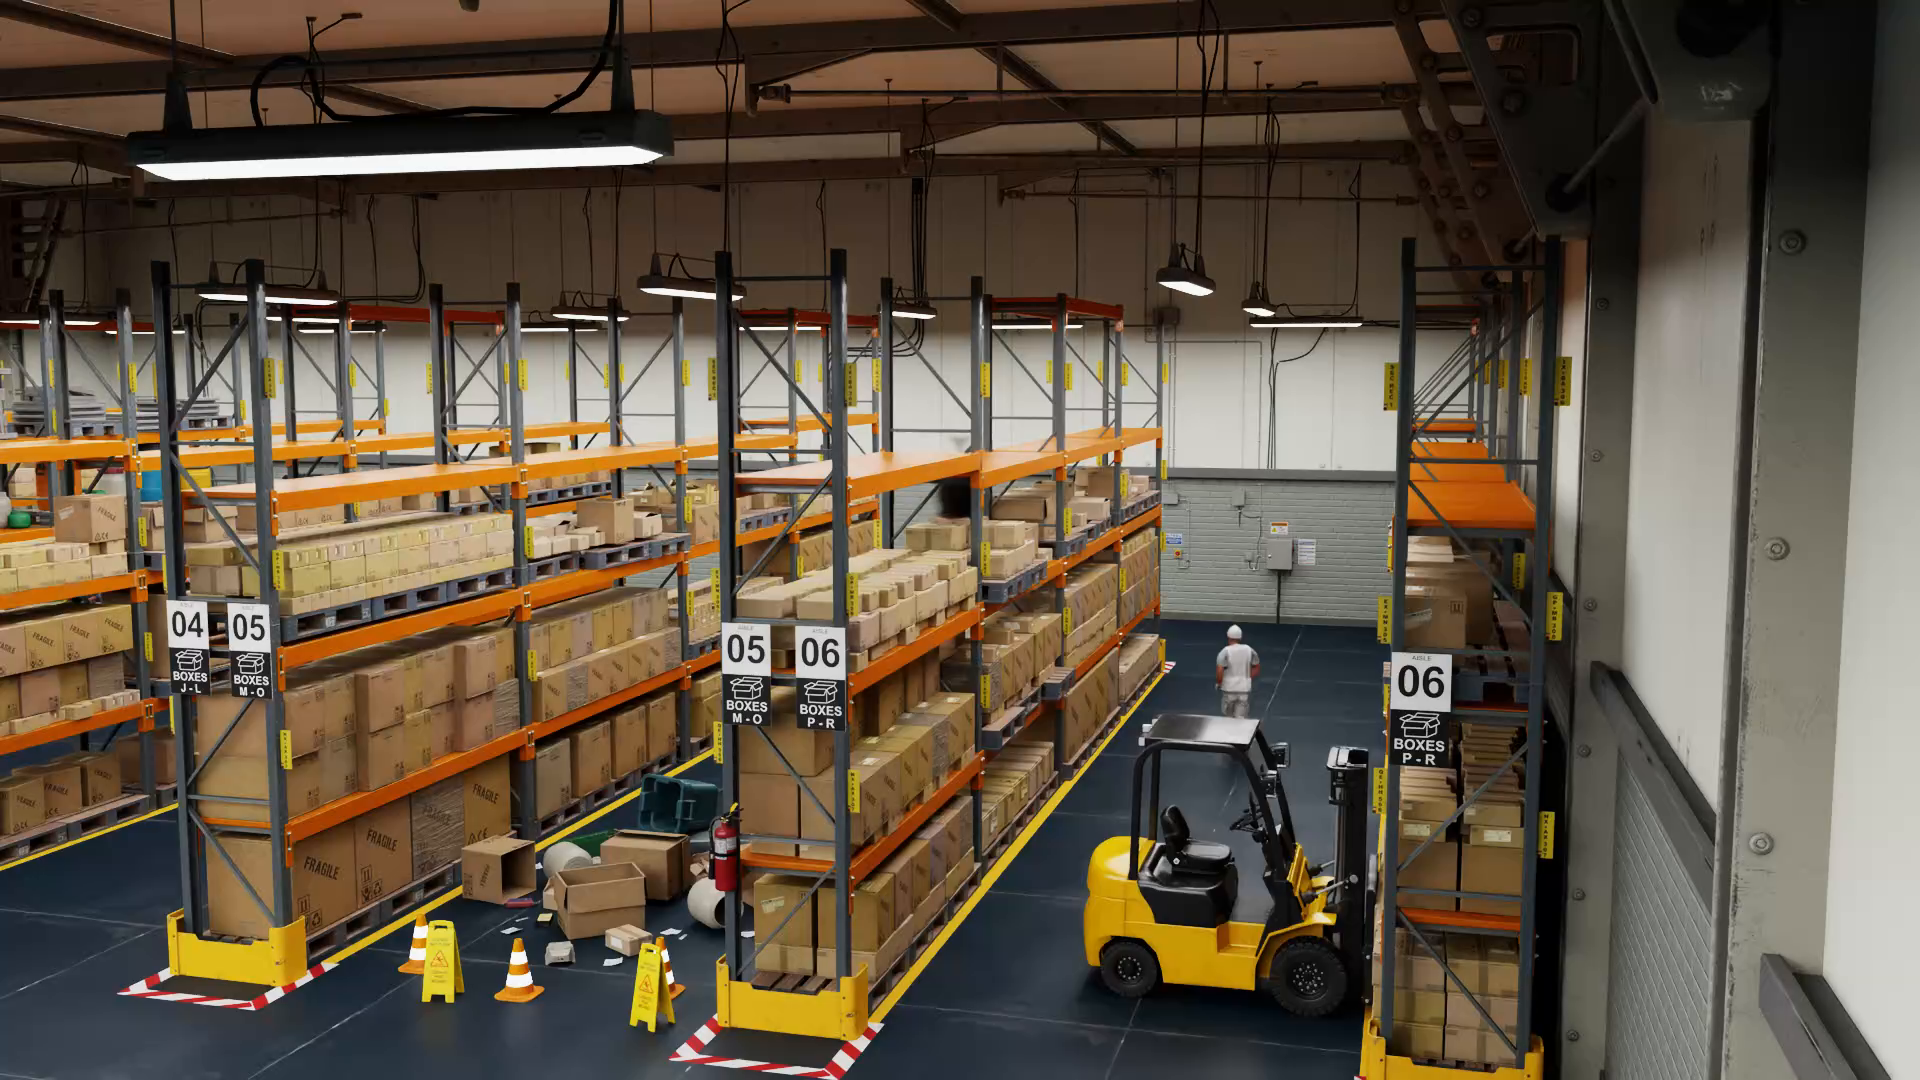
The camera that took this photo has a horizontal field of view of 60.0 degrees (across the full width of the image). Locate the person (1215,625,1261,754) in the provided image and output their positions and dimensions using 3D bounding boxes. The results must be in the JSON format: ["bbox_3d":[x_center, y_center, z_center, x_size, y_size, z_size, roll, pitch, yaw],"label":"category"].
[{"bbox_3d":[3.671,2.003,21.841,0.638,1.737,0.681,-1,6,-6],"label":"person"}]
